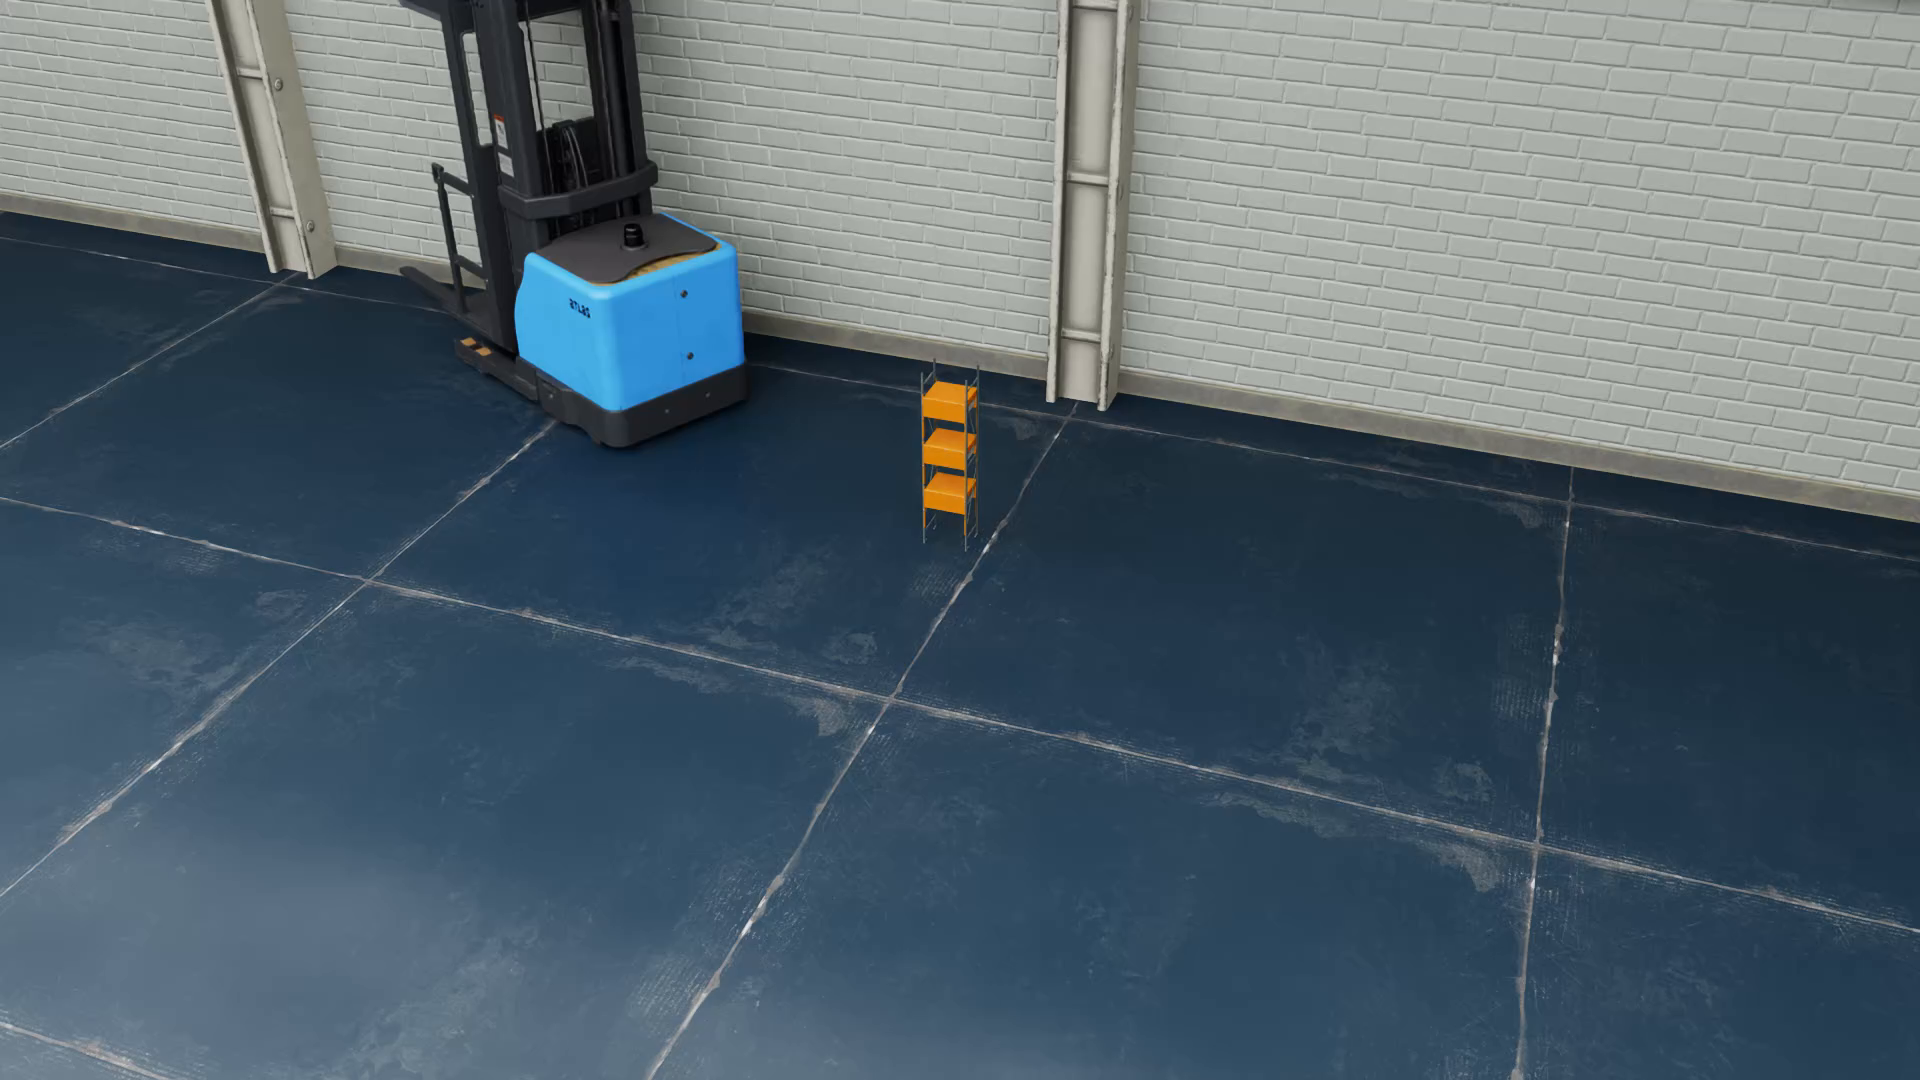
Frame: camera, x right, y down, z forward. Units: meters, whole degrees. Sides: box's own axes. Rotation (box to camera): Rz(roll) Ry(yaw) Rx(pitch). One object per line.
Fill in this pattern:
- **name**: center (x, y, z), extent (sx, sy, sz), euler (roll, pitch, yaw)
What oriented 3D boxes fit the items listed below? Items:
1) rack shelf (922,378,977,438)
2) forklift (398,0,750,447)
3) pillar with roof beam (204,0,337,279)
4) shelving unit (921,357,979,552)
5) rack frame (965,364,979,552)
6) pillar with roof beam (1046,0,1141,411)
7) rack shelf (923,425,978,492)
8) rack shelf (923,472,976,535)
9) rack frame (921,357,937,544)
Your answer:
- **rack shelf**: center (-0.050, -0.680, 8.800), extent (0.240, 0.259, 0.215), euler (11, 34, 16)
- **forklift**: center (-2.701, -2.494, 10.379), extent (1.130, 2.935, 3.031), euler (-27, 42, -35)
- **pillar with roof beam**: center (-6.316, -3.606, 6.507), extent (0.400, 9.000, 9.100), euler (11, 34, 16)
- **shelving unit**: center (-0.050, -0.451, 8.948), extent (0.252, 1.050, 0.215), euler (11, 34, 16)
- **rack frame**: center (0.064, -0.429, 8.914), extent (0.008, 1.050, 0.200), euler (11, 34, 16)
- **pillar with roof beam**: center (-0.668, -2.508, 4.806), extent (0.400, 9.000, 9.100), euler (11, 34, 16)
- **rack shelf**: center (-0.050, -0.442, 8.954), extent (0.240, 0.259, 0.215), euler (11, 34, 16)
- **rack shelf**: center (-0.050, -0.208, 9.105), extent (0.240, 0.259, 0.215), euler (11, 34, 16)
- **rack frame**: center (-0.165, -0.473, 8.983), extent (0.008, 1.050, 0.200), euler (11, 34, 16)
